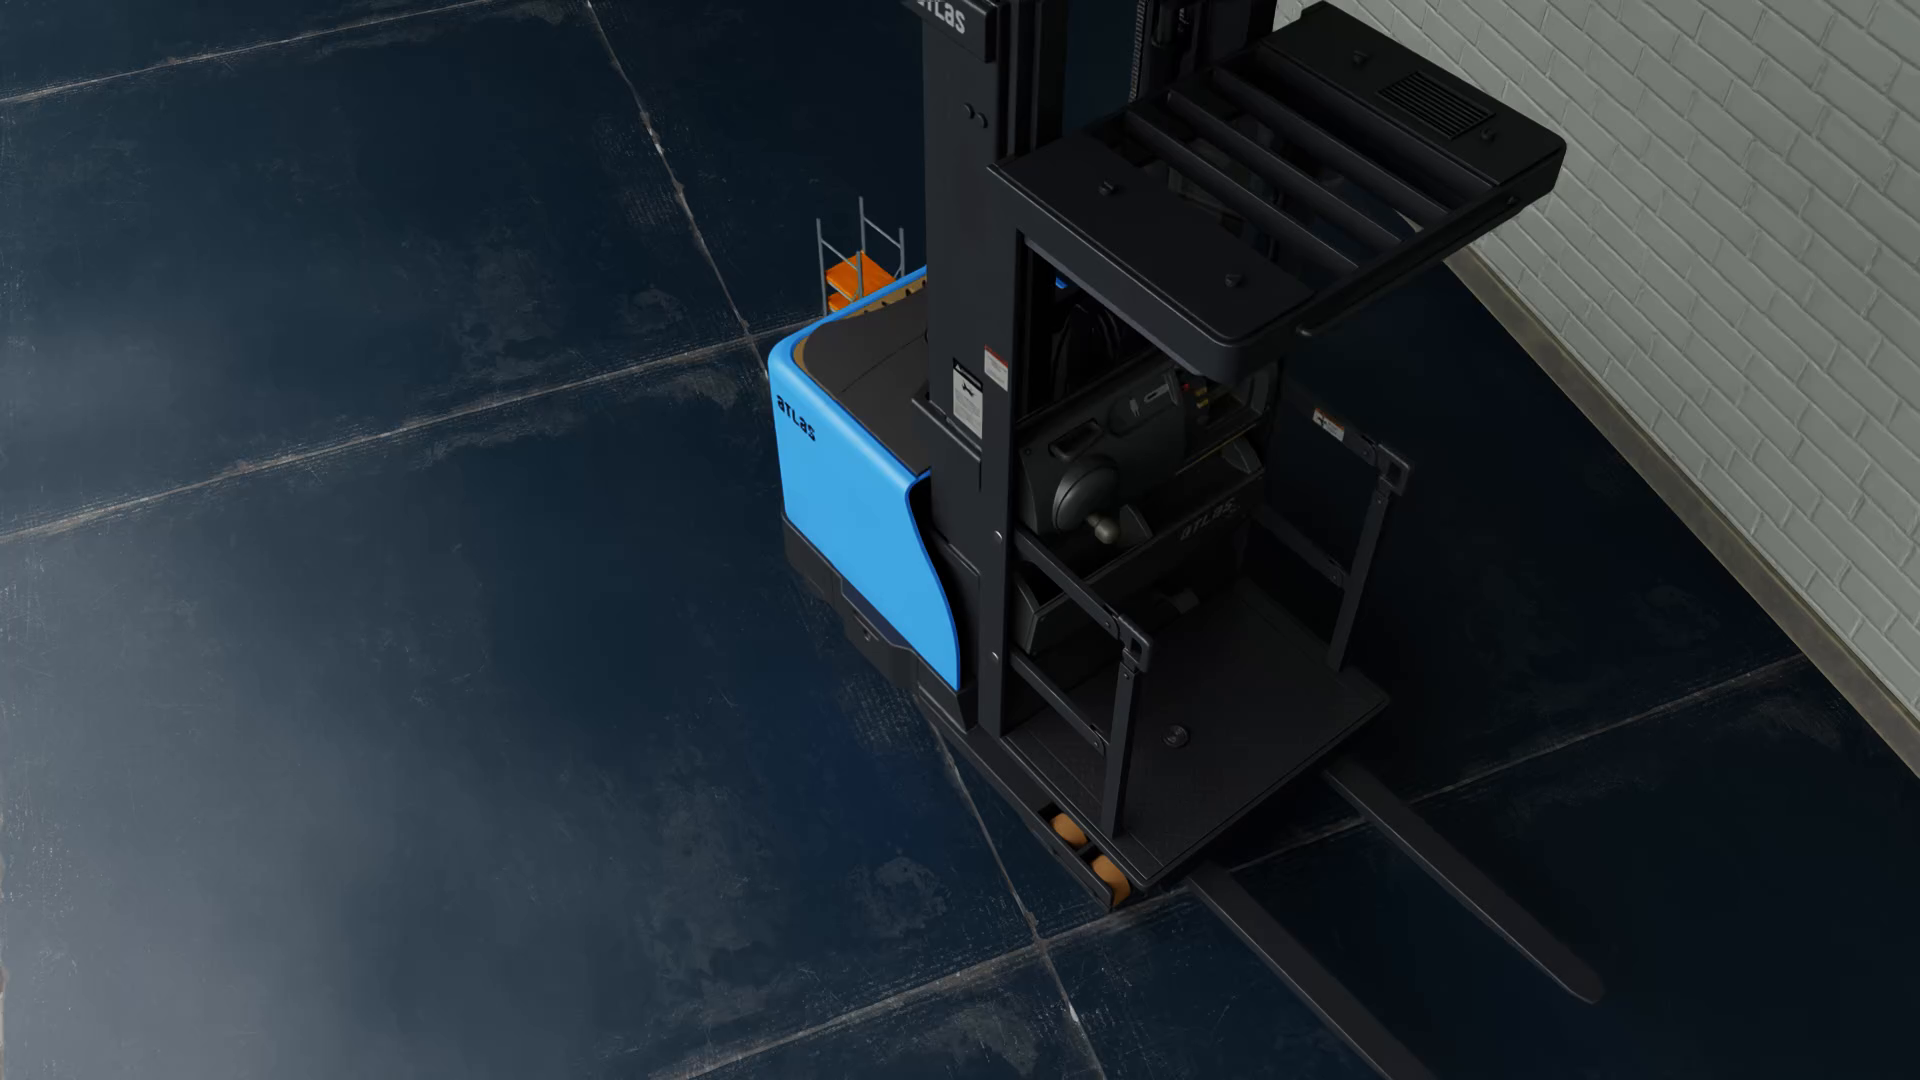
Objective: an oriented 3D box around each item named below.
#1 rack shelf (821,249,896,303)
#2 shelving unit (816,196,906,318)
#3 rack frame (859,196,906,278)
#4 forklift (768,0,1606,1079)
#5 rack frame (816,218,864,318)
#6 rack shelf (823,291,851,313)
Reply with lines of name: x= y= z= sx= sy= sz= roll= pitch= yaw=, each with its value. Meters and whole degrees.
rack shelf: x=-0.335 y=-0.875 z=5.794 sx=0.180 sy=0.103 sz=0.258 roll=-33 pitch=57 yaw=-25
shelving unit: x=-0.335 y=-0.669 z=6.034 sx=0.189 sy=1.200 sz=0.258 roll=-33 pitch=57 yaw=-25
rack frame: x=-0.265 y=-0.714 z=6.072 sx=0.006 sy=1.200 sz=0.240 roll=-33 pitch=57 yaw=-25
forklift: x=0.672 y=-0.233 z=4.518 sx=1.130 sy=2.935 sz=3.031 roll=-31 pitch=56 yaw=-24
rack frame: x=-0.405 y=-0.625 z=5.995 sx=0.006 sy=1.200 sz=0.240 roll=-33 pitch=57 yaw=-25
rack shelf: x=-0.335 y=-0.797 z=5.885 sx=0.180 sy=0.103 sz=0.258 roll=-33 pitch=57 yaw=-25
